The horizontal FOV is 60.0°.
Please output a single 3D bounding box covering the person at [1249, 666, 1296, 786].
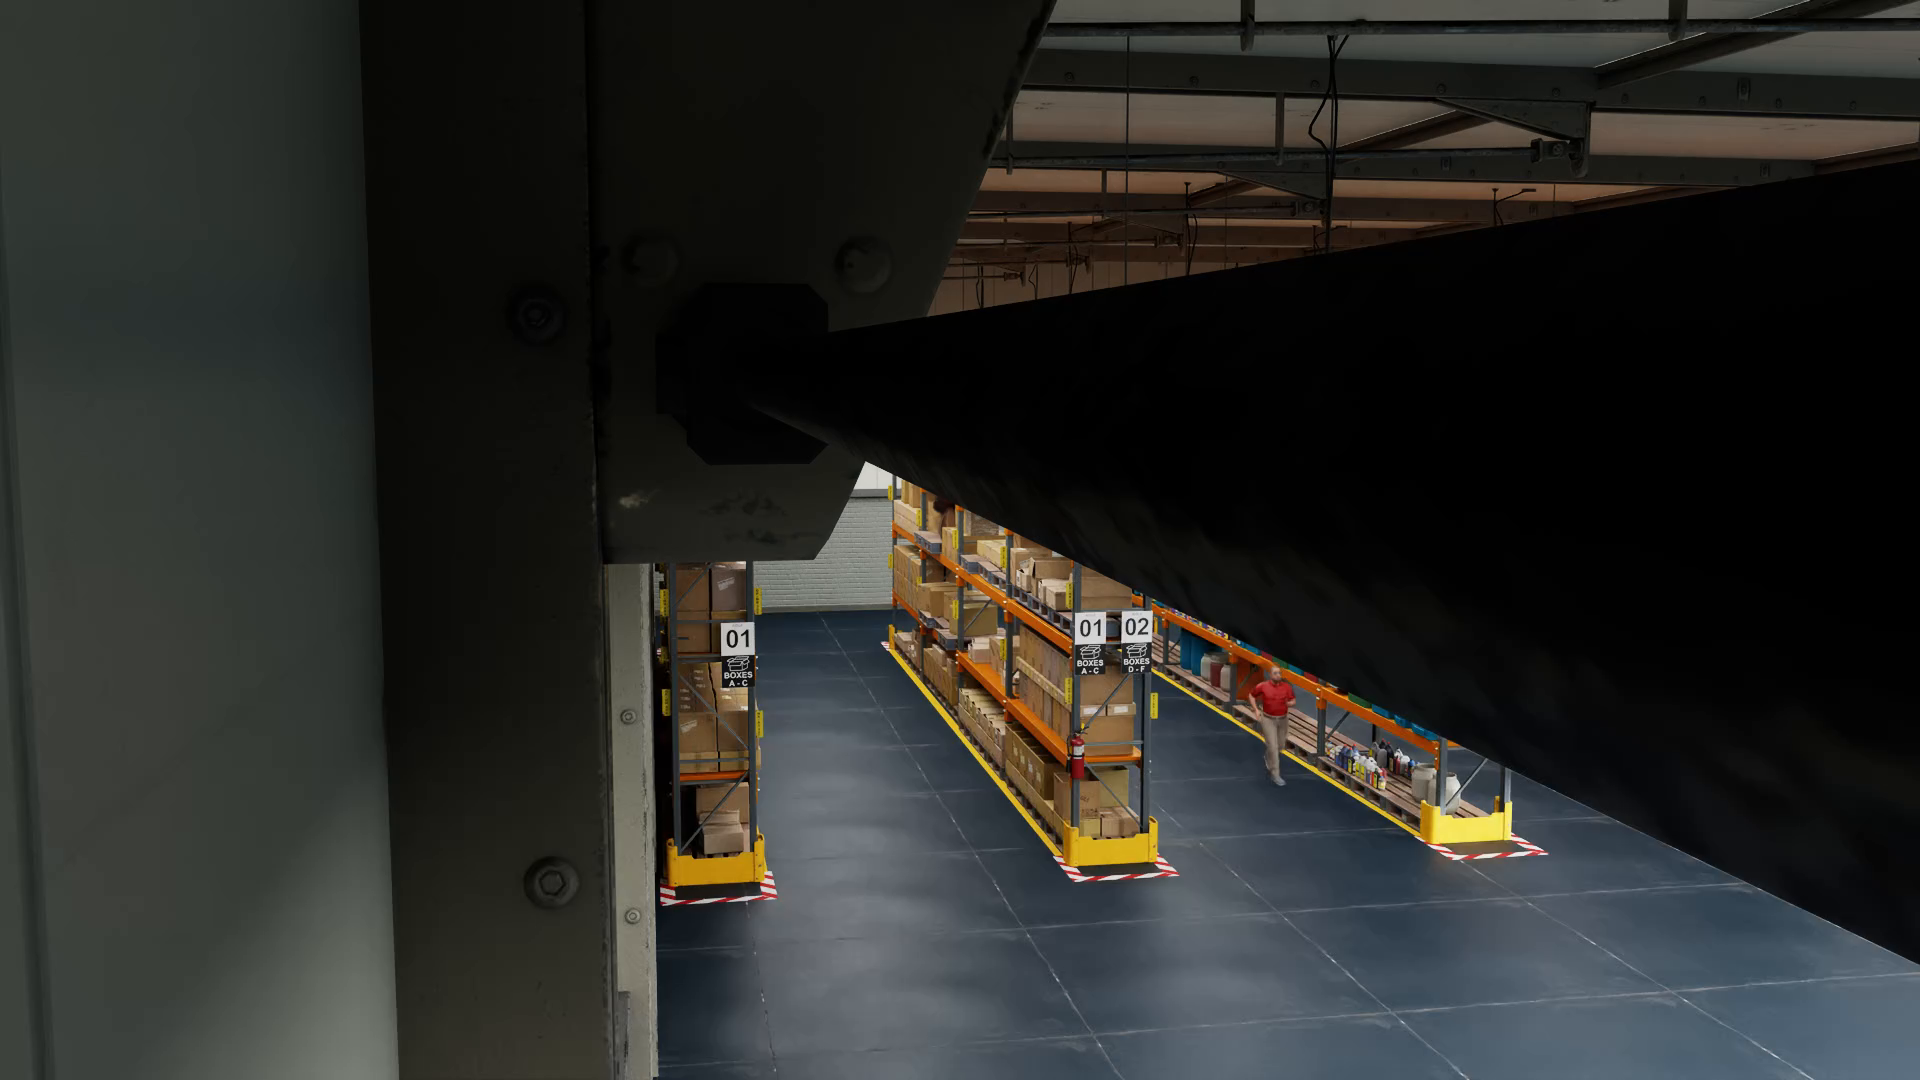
[{"bbox_3d":[4.743,2.747,25.051,0.662,1.716,0.968,-2,6,-14],"label":"person"}]
